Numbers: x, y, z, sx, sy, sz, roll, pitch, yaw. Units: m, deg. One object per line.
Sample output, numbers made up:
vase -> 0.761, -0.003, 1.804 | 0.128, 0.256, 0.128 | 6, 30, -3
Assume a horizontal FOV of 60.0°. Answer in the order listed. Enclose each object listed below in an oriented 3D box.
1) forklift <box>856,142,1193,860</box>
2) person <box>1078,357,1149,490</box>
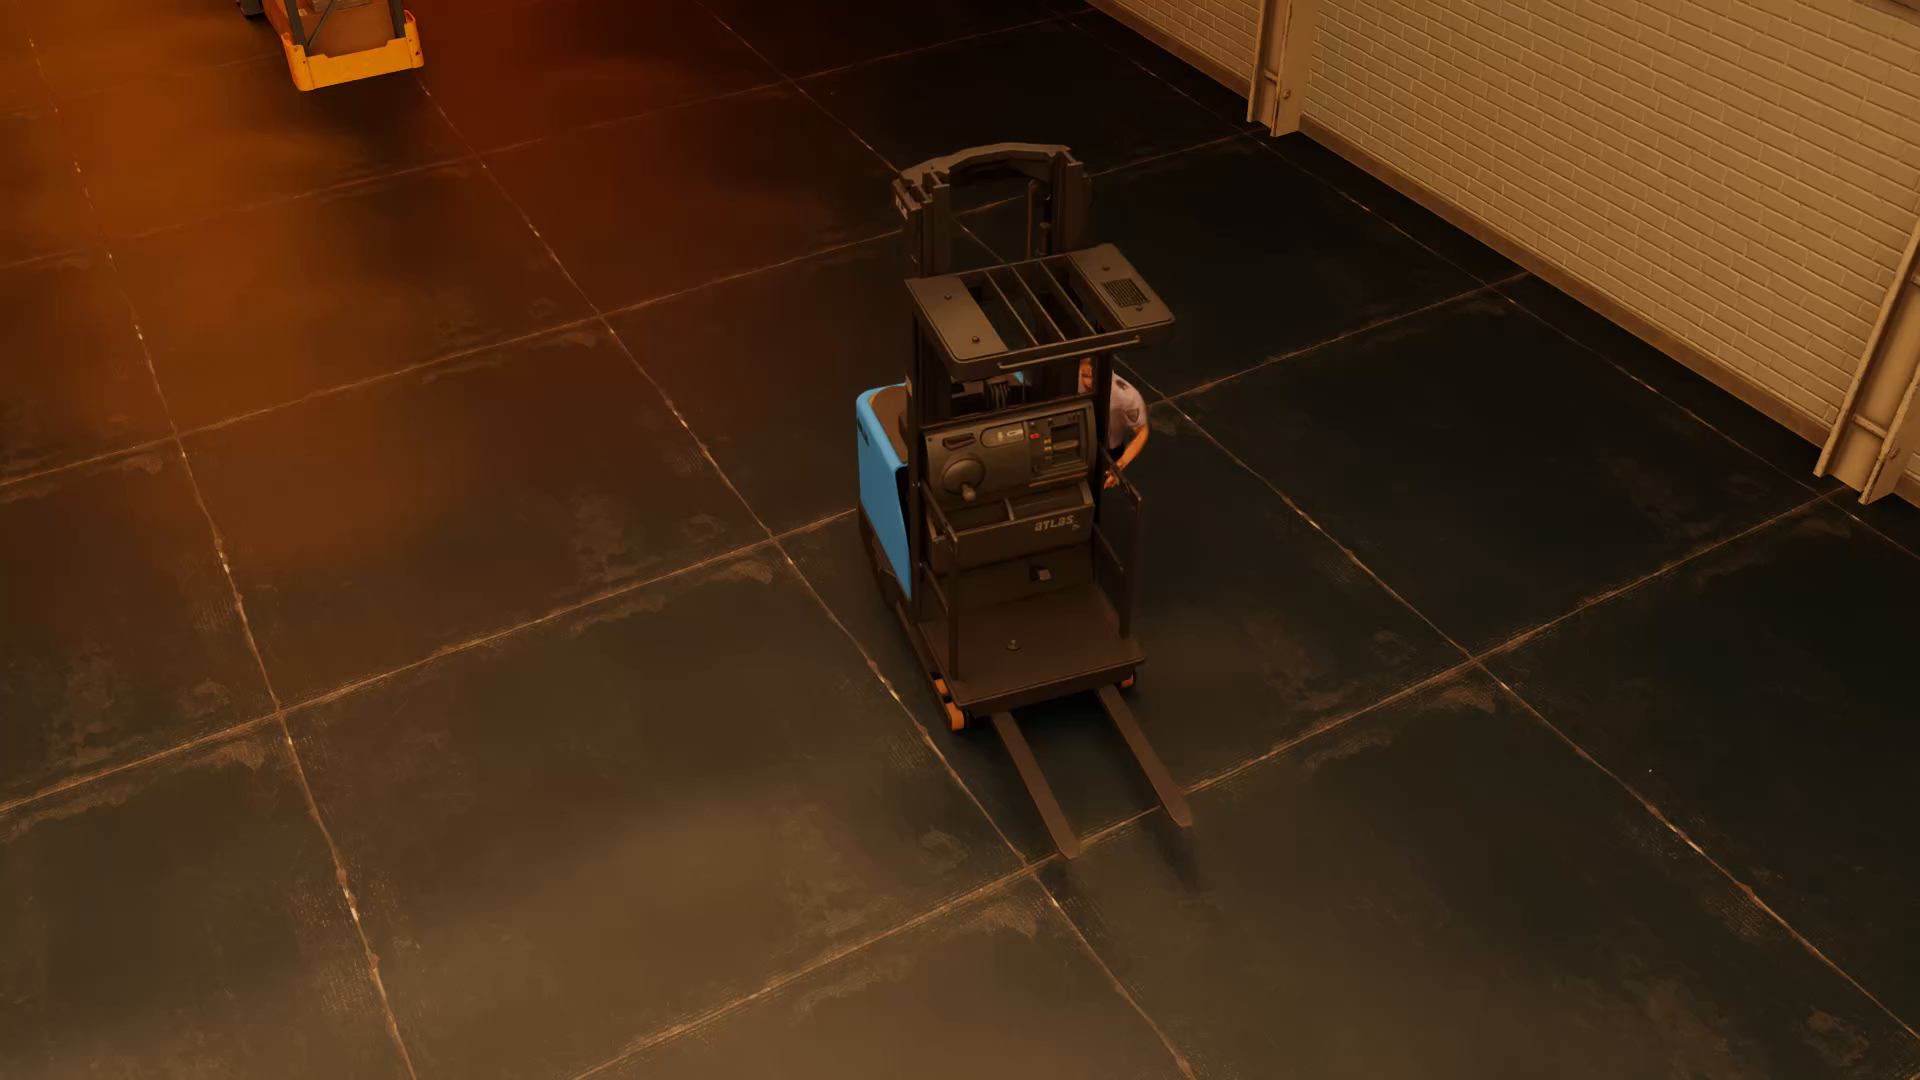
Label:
forklift -> 0.343, -0.382, 8.497 | 1.130, 2.935, 3.031 | -13, 41, -15
person -> 0.649, -0.427, 9.794 | 0.757, 1.460, 0.801 | 20, 44, 22
